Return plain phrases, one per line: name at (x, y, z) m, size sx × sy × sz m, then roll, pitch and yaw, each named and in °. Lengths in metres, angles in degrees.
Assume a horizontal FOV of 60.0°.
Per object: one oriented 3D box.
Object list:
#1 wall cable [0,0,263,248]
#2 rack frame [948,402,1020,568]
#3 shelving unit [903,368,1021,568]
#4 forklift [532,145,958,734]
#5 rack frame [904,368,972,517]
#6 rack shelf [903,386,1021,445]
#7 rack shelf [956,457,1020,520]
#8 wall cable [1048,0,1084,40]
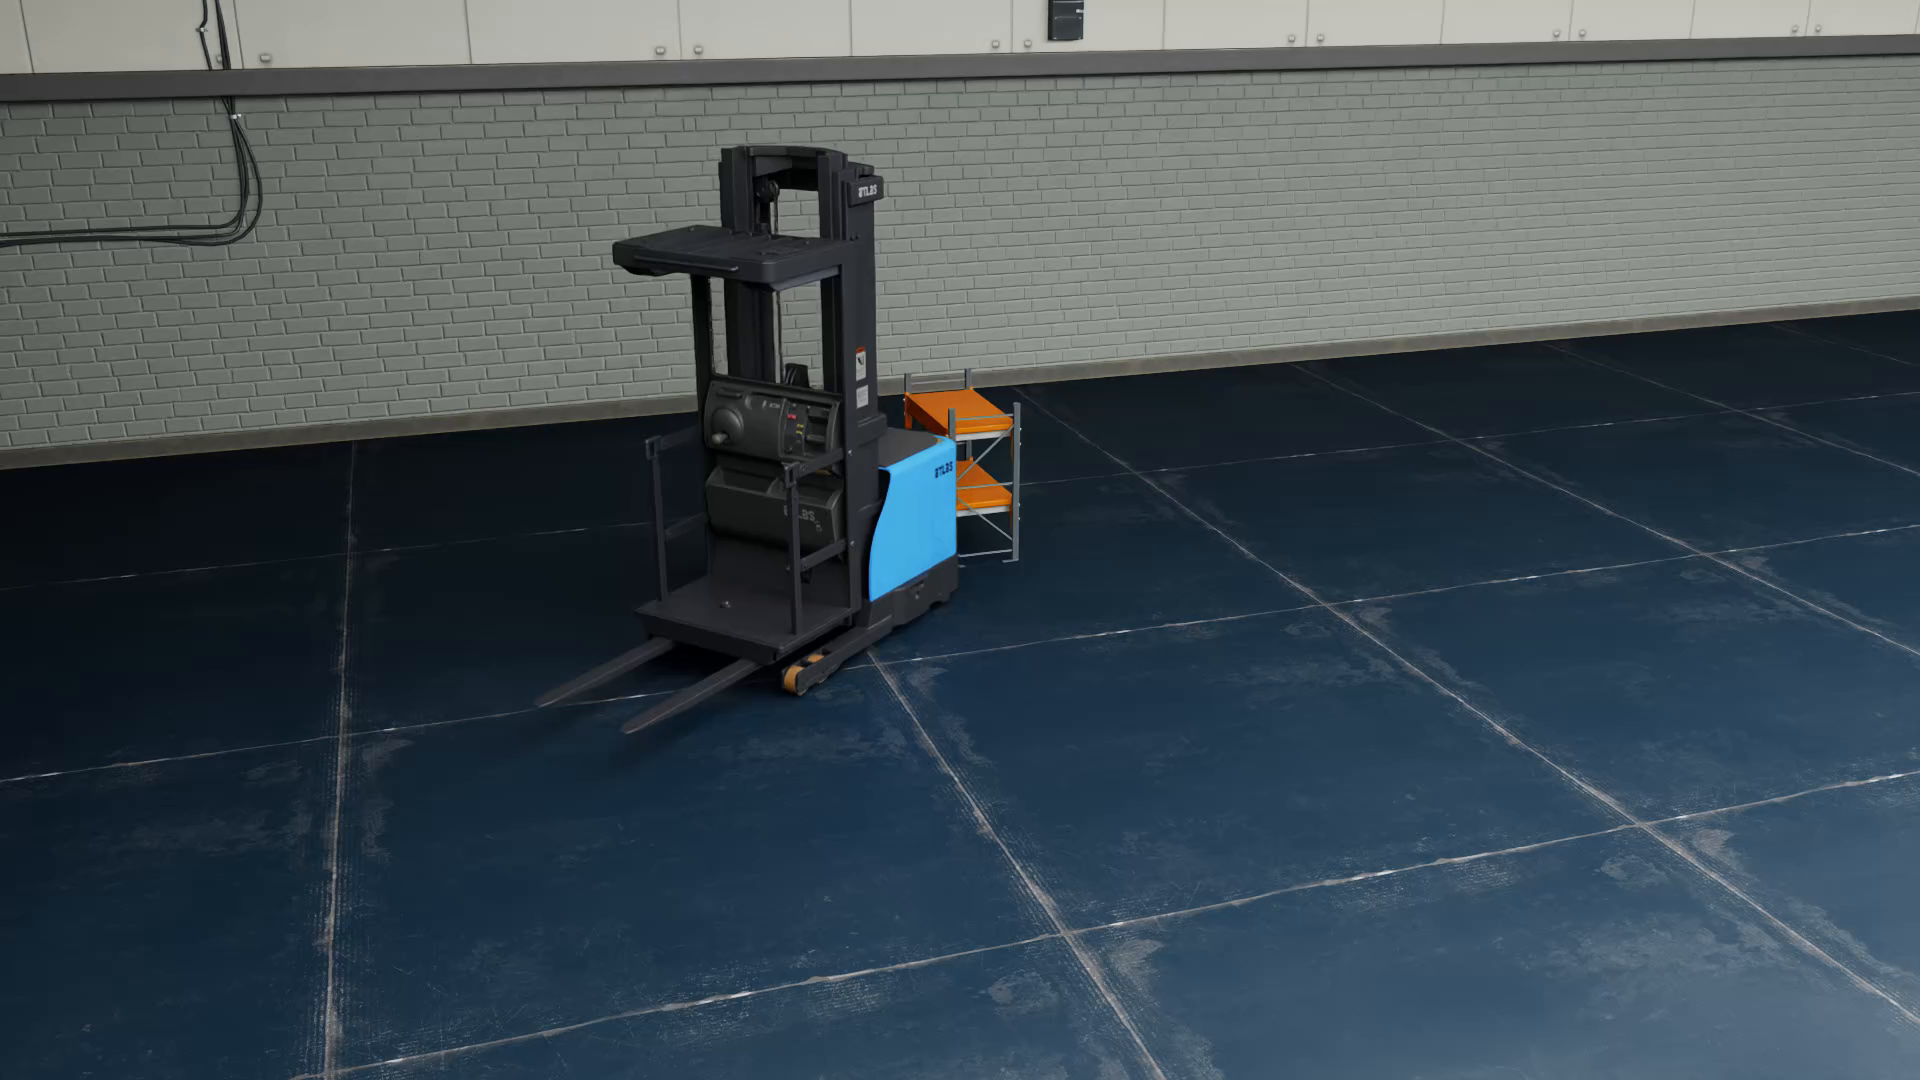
wall cable at (-7.103, -3.412, 12.699) m, size 3.097 × 2.526 × 0.112 m, roll -6°, pitch 21°, yaw -17°
rack frame at (0.162, -0.364, 11.266) m, size 0.500 × 1.125 × 0.032 m, roll -6°, pitch 21°, yaw -17°
shelving unit at (0.002, -0.527, 11.720) m, size 0.538 × 1.125 × 1.048 m, roll -6°, pitch 21°, yaw -17°
forklift at (-1.205, -0.676, 9.461) m, size 1.130 × 2.935 × 3.031 m, roll 12°, pitch 23°, yaw 29°
rack frame at (-0.158, -0.690, 12.174) m, size 0.500 × 1.125 × 0.032 m, roll -6°, pitch 21°, yaw -17°
rack shelf at (0.002, -0.803, 11.621) m, size 0.538 × 0.278 × 1.000 m, roll -6°, pitch 21°, yaw -17°
rack shelf at (0.002, -0.297, 11.803) m, size 0.538 × 0.278 × 1.000 m, roll -6°, pitch 21°, yaw -17°
wall cable at (1.914, -7.478, 14.393) m, size 2.305 × 6.003 × 0.169 m, roll -6°, pitch 21°, yaw -17°
